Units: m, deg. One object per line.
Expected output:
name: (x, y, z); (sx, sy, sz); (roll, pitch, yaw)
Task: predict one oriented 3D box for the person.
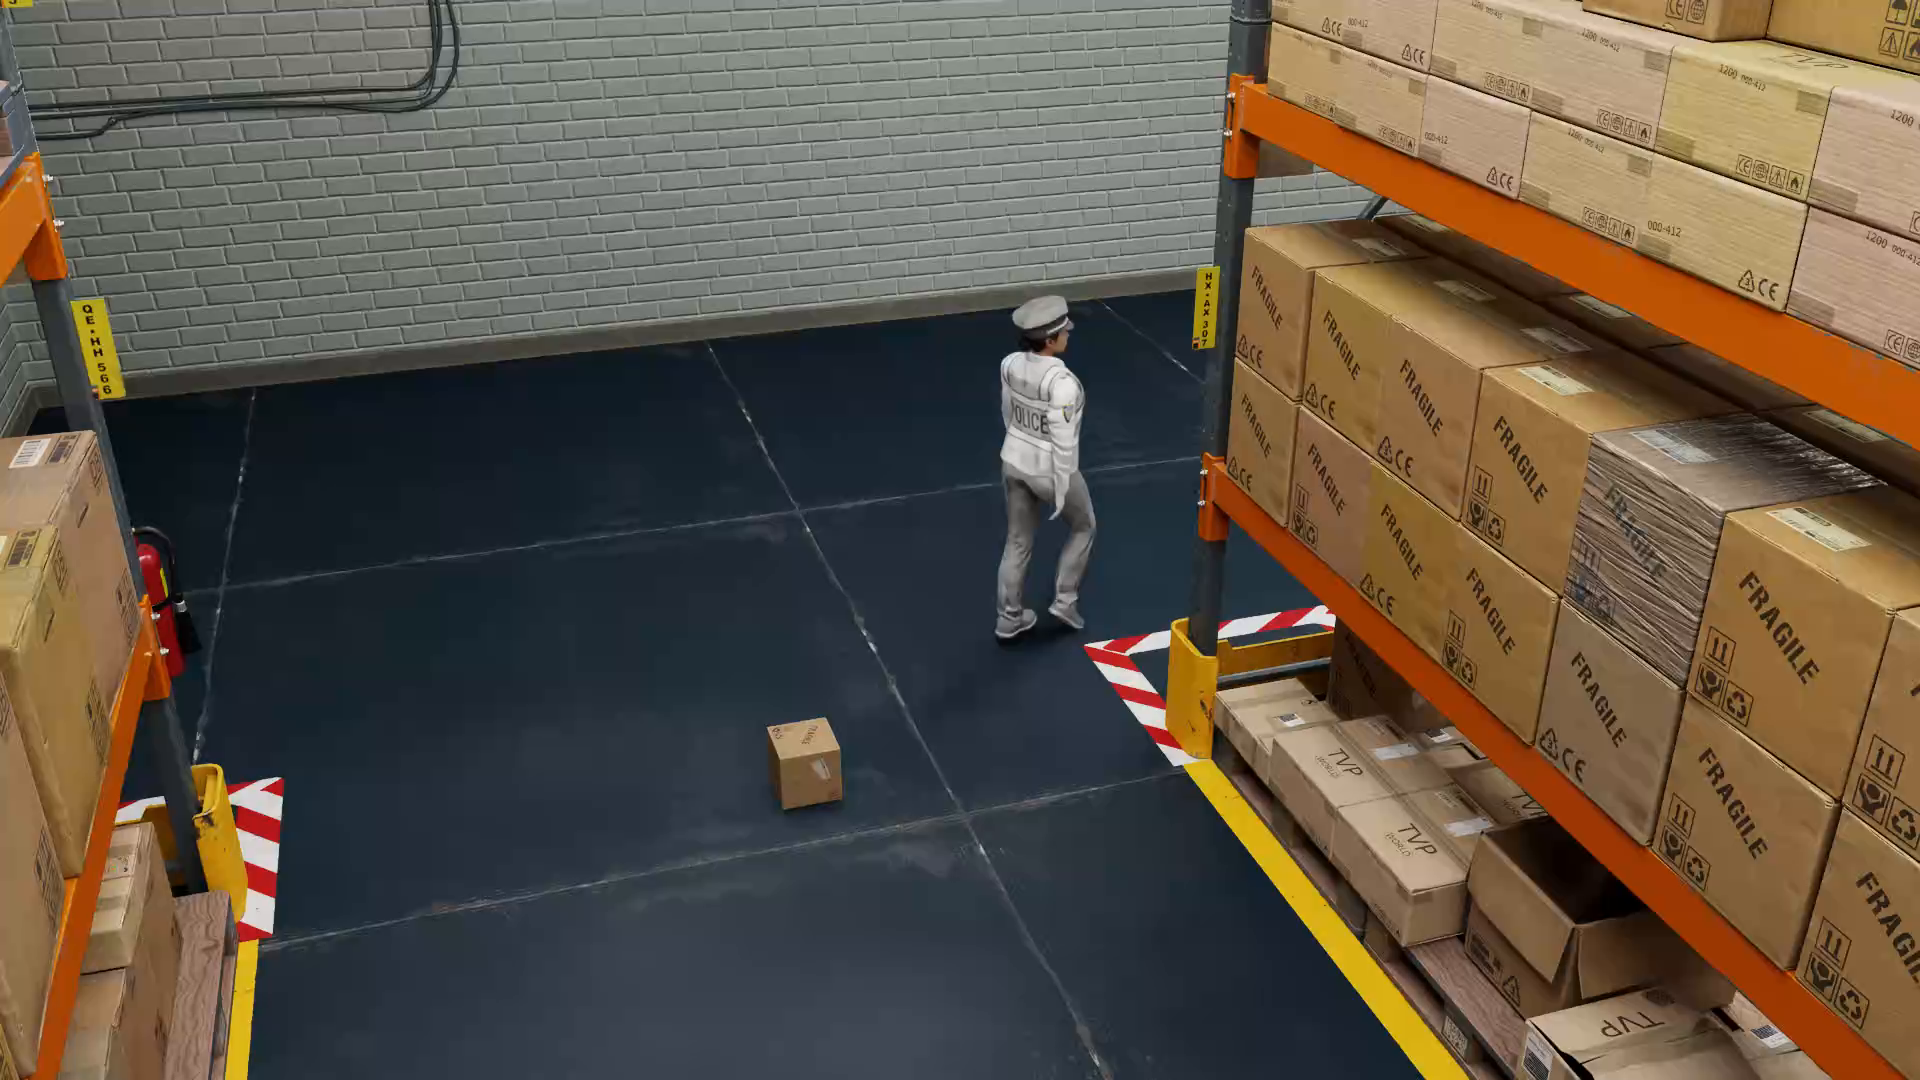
person: (0.379, -0.301, 7.715); (0.525, 1.742, 0.494); (23, 34, 38)
